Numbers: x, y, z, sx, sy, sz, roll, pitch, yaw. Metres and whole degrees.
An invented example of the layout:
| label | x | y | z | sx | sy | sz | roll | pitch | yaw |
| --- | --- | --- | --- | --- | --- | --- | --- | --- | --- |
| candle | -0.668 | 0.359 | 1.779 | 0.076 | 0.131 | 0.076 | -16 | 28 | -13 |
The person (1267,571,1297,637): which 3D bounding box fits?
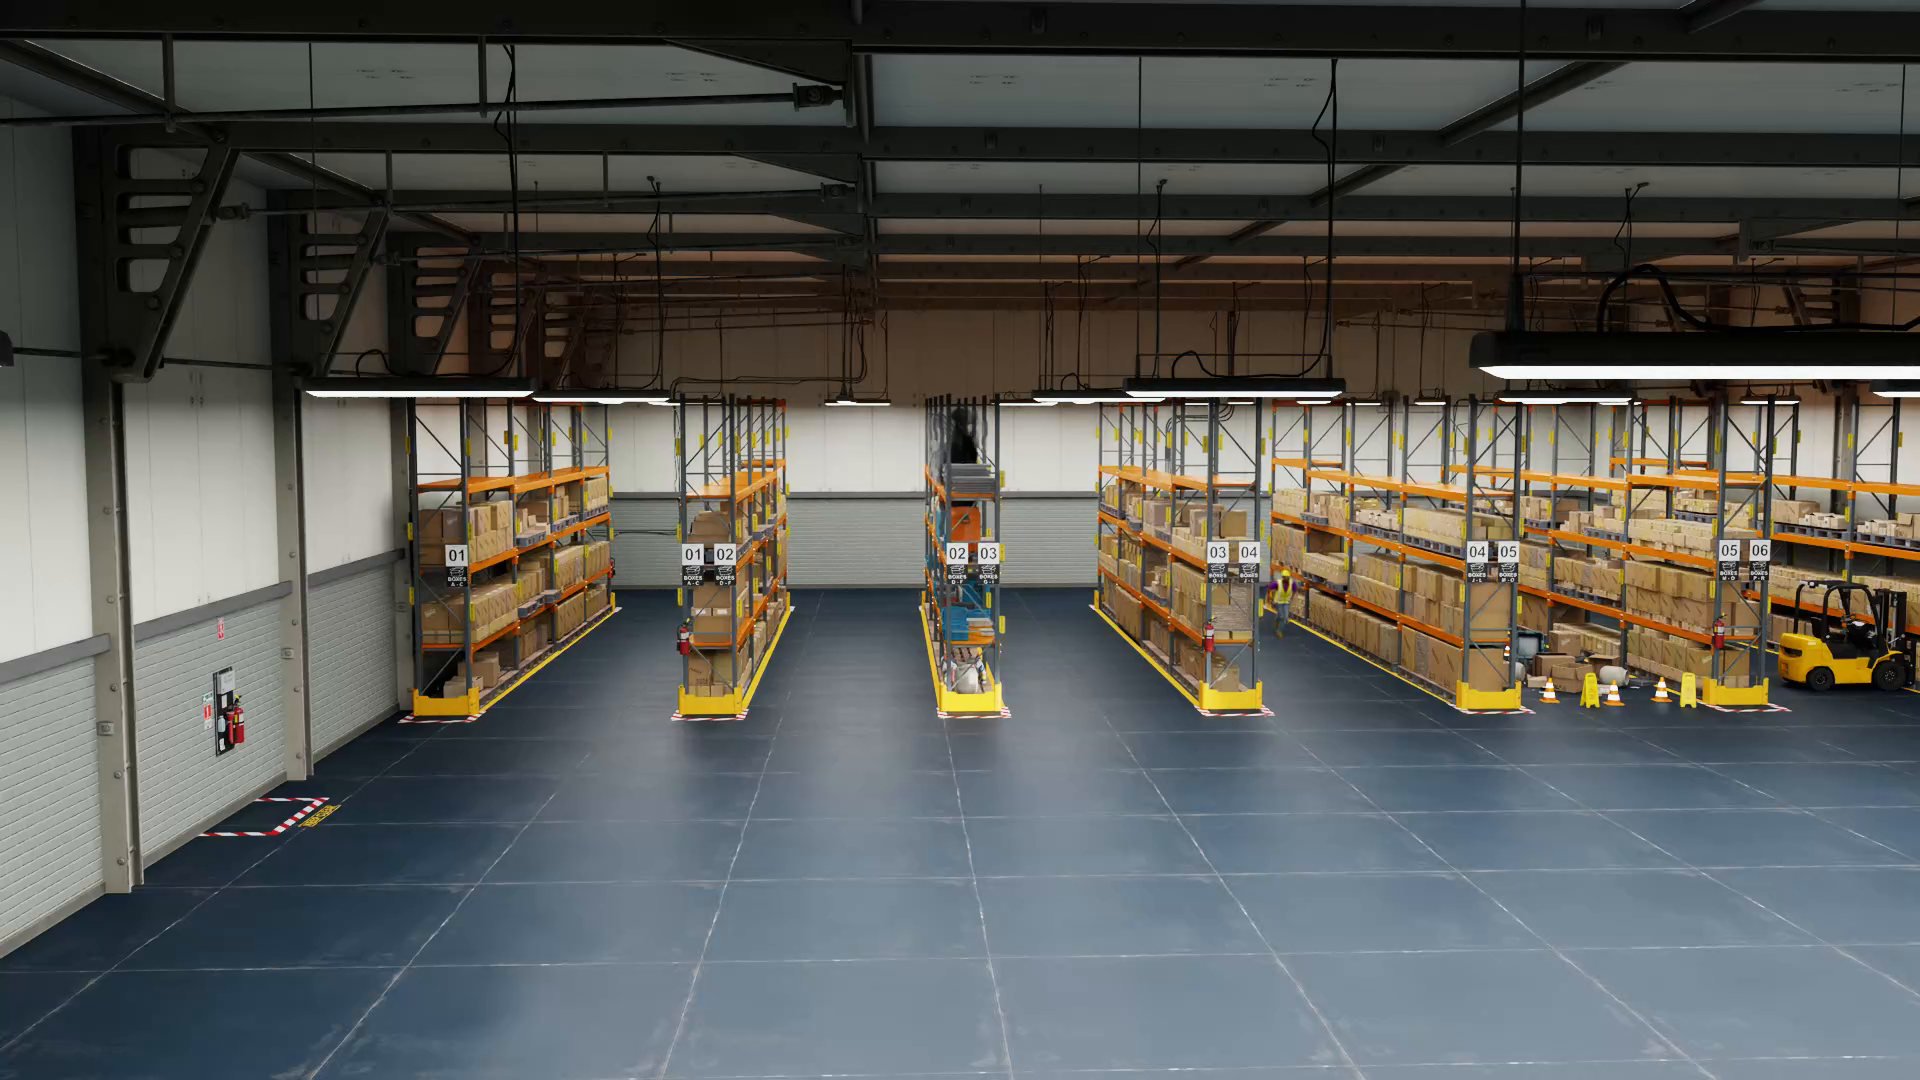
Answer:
| label | x | y | z | sx | sy | sz | roll | pitch | yaw |
| --- | --- | --- | --- | --- | --- | --- | --- | --- | --- |
| person | 8.098 | 1.599 | 41.724 | 0.689 | 1.685 | 0.733 | -1 | 5 | -12 |
